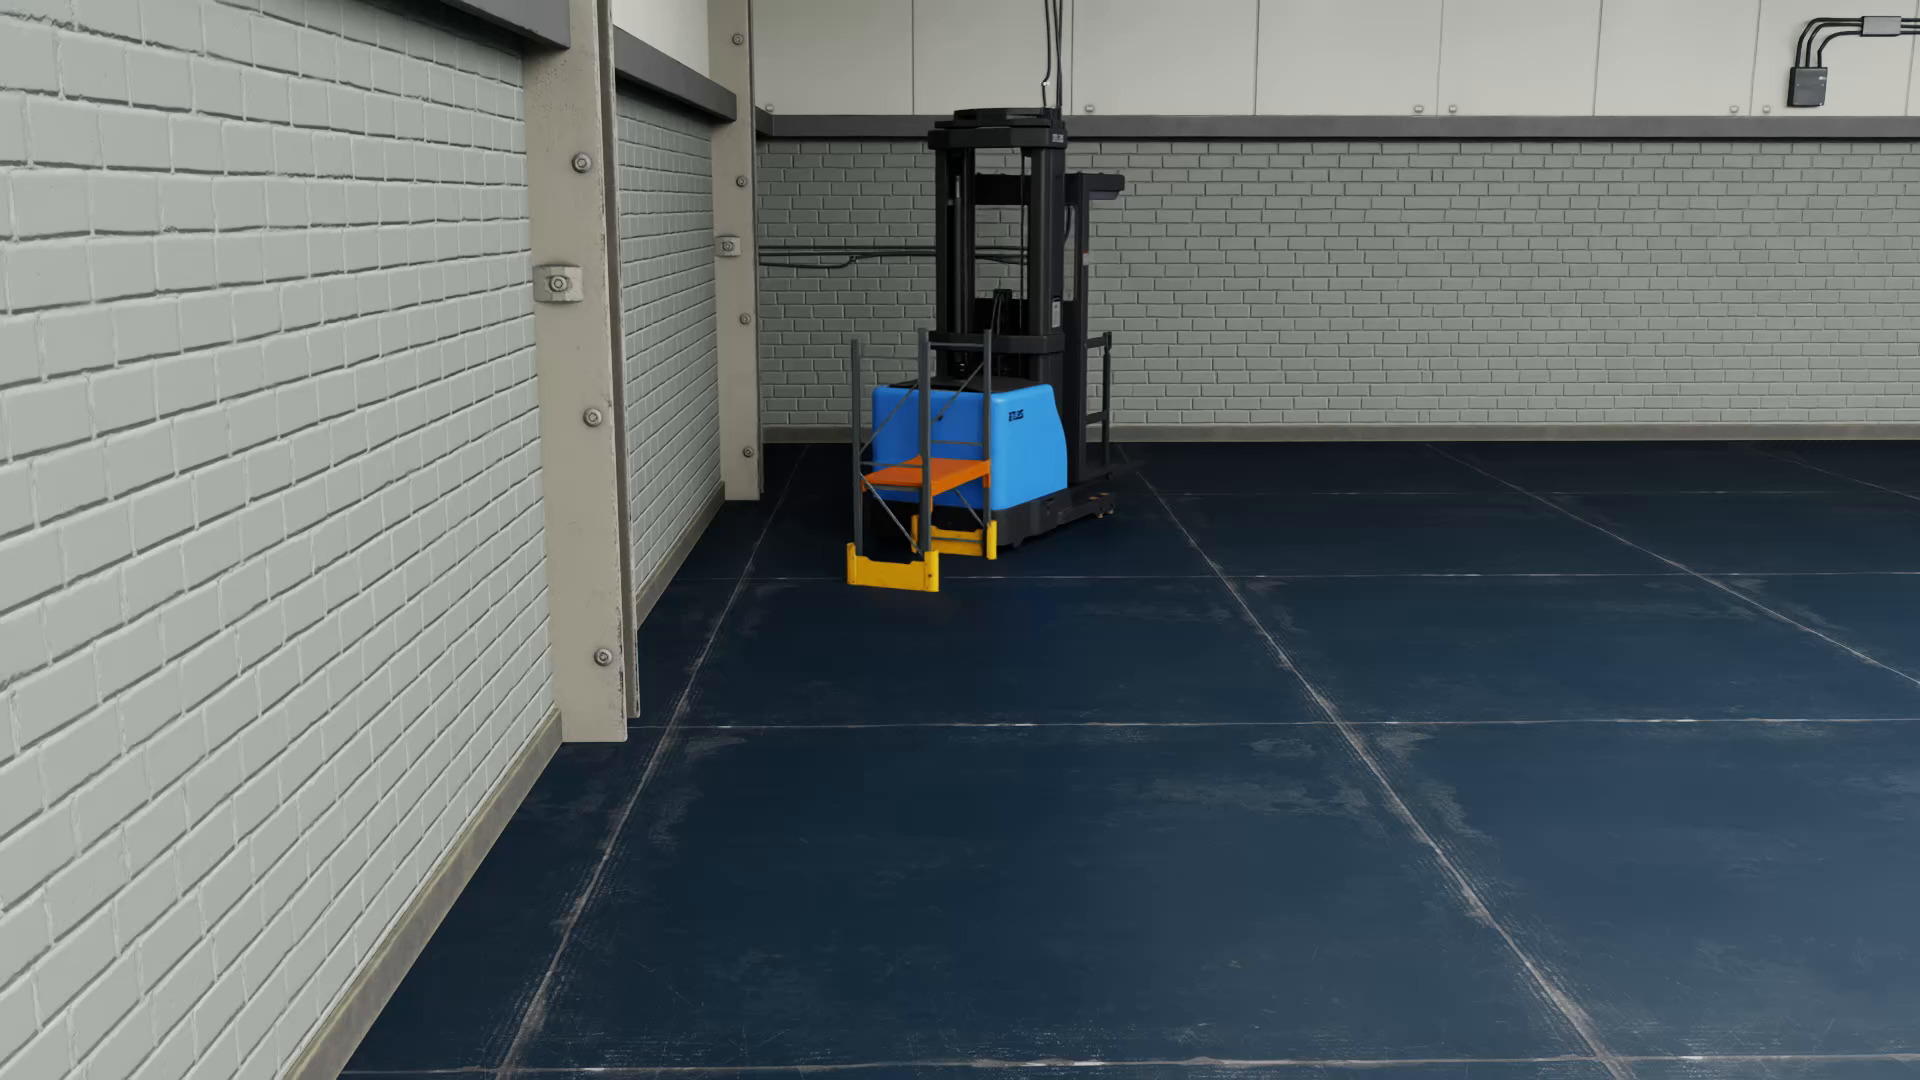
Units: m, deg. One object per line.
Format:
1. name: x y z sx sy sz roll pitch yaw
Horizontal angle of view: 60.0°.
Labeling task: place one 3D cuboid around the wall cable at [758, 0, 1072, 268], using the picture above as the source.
1. wall cable: -0.478 -3.834 15.634 3.097 2.526 0.112 0 11 -1

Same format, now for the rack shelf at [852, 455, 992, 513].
1. rack shelf: -0.223 -0.365 10.491 0.538 0.185 1.000 5 12 21

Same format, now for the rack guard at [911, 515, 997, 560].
1. rack guard: -0.042 -0.019 11.025 0.587 0.250 0.087 5 12 21

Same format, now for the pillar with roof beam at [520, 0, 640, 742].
1. pillar with roof beam: 2.689 -3.590 6.620 9.100 9.000 0.400 0 11 -1

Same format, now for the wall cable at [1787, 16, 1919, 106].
1. wall cable: 9.013 -7.058 15.164 2.305 6.003 0.169 0 11 -1

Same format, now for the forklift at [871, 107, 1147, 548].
1. forklift: 0.526 -1.632 12.230 1.130 2.935 3.031 6 13 28

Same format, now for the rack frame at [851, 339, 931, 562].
1. rack frame: -0.412 -0.447 9.993 0.500 1.500 0.032 5 12 21

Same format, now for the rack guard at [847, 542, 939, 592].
1. rack guard: -0.411 0.165 10.118 0.587 0.250 0.087 5 12 21

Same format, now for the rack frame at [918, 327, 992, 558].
1. rack frame: -0.035 -0.635 10.918 0.500 1.500 0.032 5 12 21

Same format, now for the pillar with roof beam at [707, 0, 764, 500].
1. pillar with roof beam: 2.565 -4.782 12.499 9.100 9.000 0.400 0 11 -1

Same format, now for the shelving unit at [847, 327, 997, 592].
1. shelving unit: -0.227 -0.540 10.447 0.587 1.500 1.083 5 12 21
